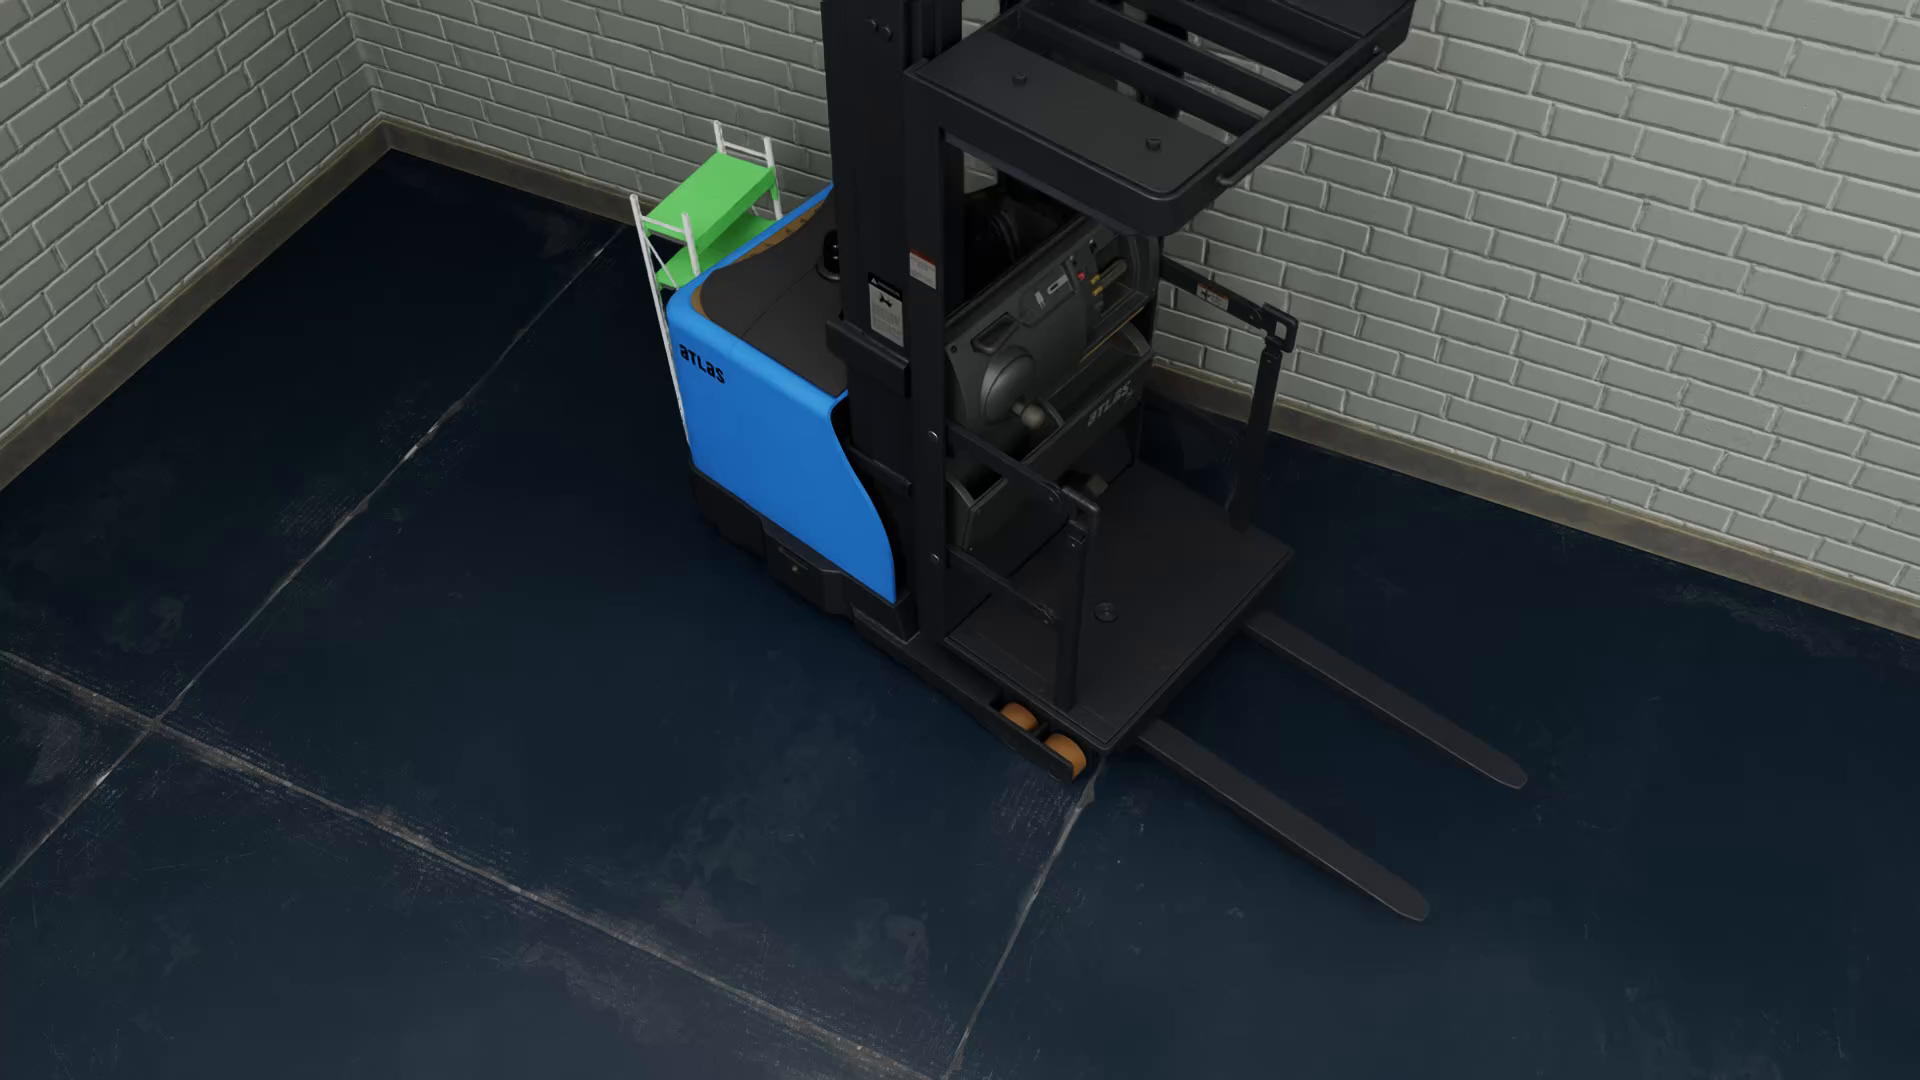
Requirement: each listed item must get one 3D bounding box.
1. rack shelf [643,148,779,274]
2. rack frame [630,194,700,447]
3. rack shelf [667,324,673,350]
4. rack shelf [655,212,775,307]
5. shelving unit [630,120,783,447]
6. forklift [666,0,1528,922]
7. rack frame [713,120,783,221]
[{"bbox_3d":[-0.889,-1.173,5.906,0.258,0.148,0.480,22,53,21],"label":"rack shelf"},{"bbox_3d":[-0.993,-0.734,6.078,0.240,1.200,0.015,22,53,21],"label":"rack frame"},{"bbox_3d":[-0.868,-0.853,6.263,0.258,0.148,0.480,22,53,21],"label":"rack shelf"},{"bbox_3d":[-0.879,-1.013,6.084,0.258,0.148,0.480,22,53,21],"label":"rack shelf"},{"bbox_3d":[-0.871,-0.895,6.215,0.258,1.200,0.503,22,53,21],"label":"shelving unit"},{"bbox_3d":[0.449,-0.602,4.838,3.031,2.935,1.130,33,57,25],"label":"forklift"},{"bbox_3d":[-0.748,-1.056,6.352,0.240,1.200,0.015,22,53,21],"label":"rack frame"}]
